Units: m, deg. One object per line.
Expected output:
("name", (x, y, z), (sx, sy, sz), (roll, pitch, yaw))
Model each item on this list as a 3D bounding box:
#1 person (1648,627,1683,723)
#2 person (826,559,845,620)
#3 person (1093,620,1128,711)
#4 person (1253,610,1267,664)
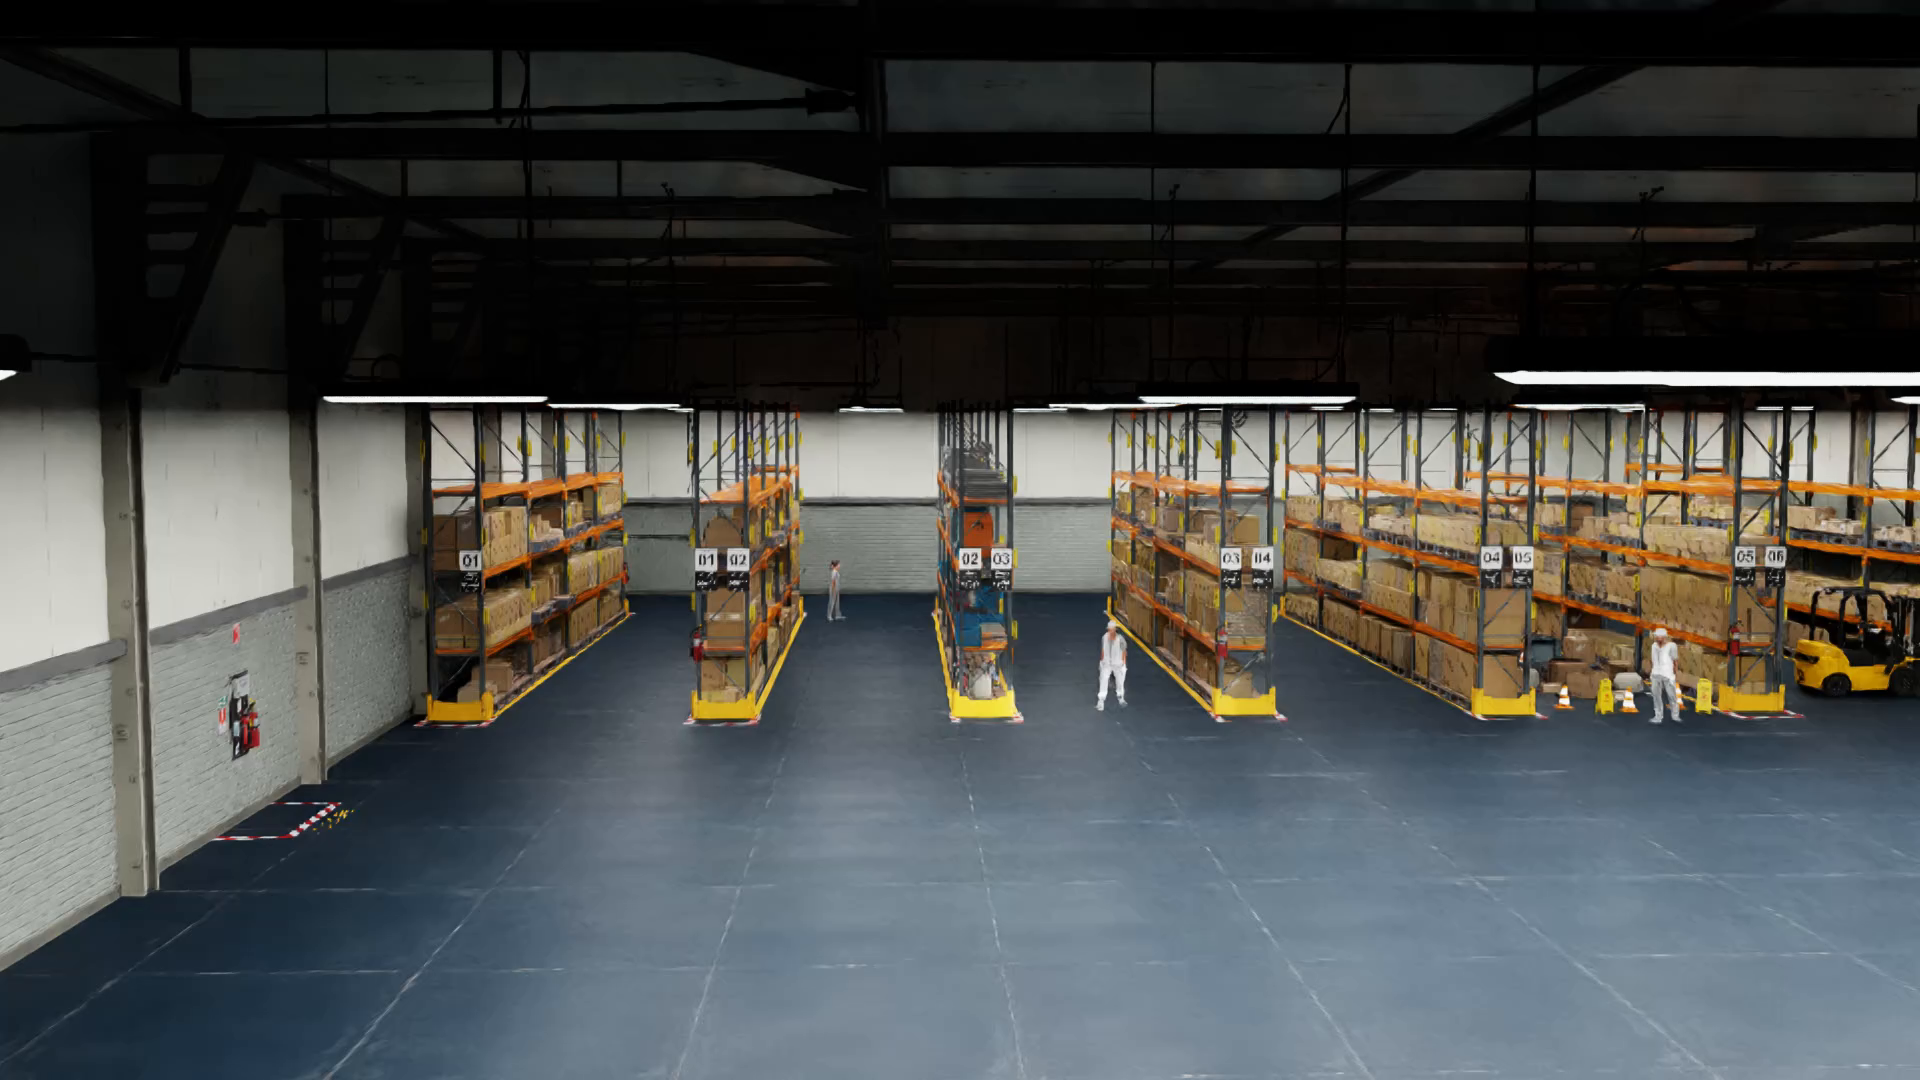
("person", (13.076, 2.503, 30.848), (0.617, 1.783, 0.584), (-3, 5, -36))
("person", (-3.474, 1.374, 46.196), (0.478, 1.672, 0.566), (0, 4, 4))
("person", (2.936, 2.411, 32.158), (0.591, 1.744, 0.959), (2, 5, 21))
("person", (6.929, 1.931, 38.181), (0.492, 1.767, 0.626), (-2, 5, -27))
